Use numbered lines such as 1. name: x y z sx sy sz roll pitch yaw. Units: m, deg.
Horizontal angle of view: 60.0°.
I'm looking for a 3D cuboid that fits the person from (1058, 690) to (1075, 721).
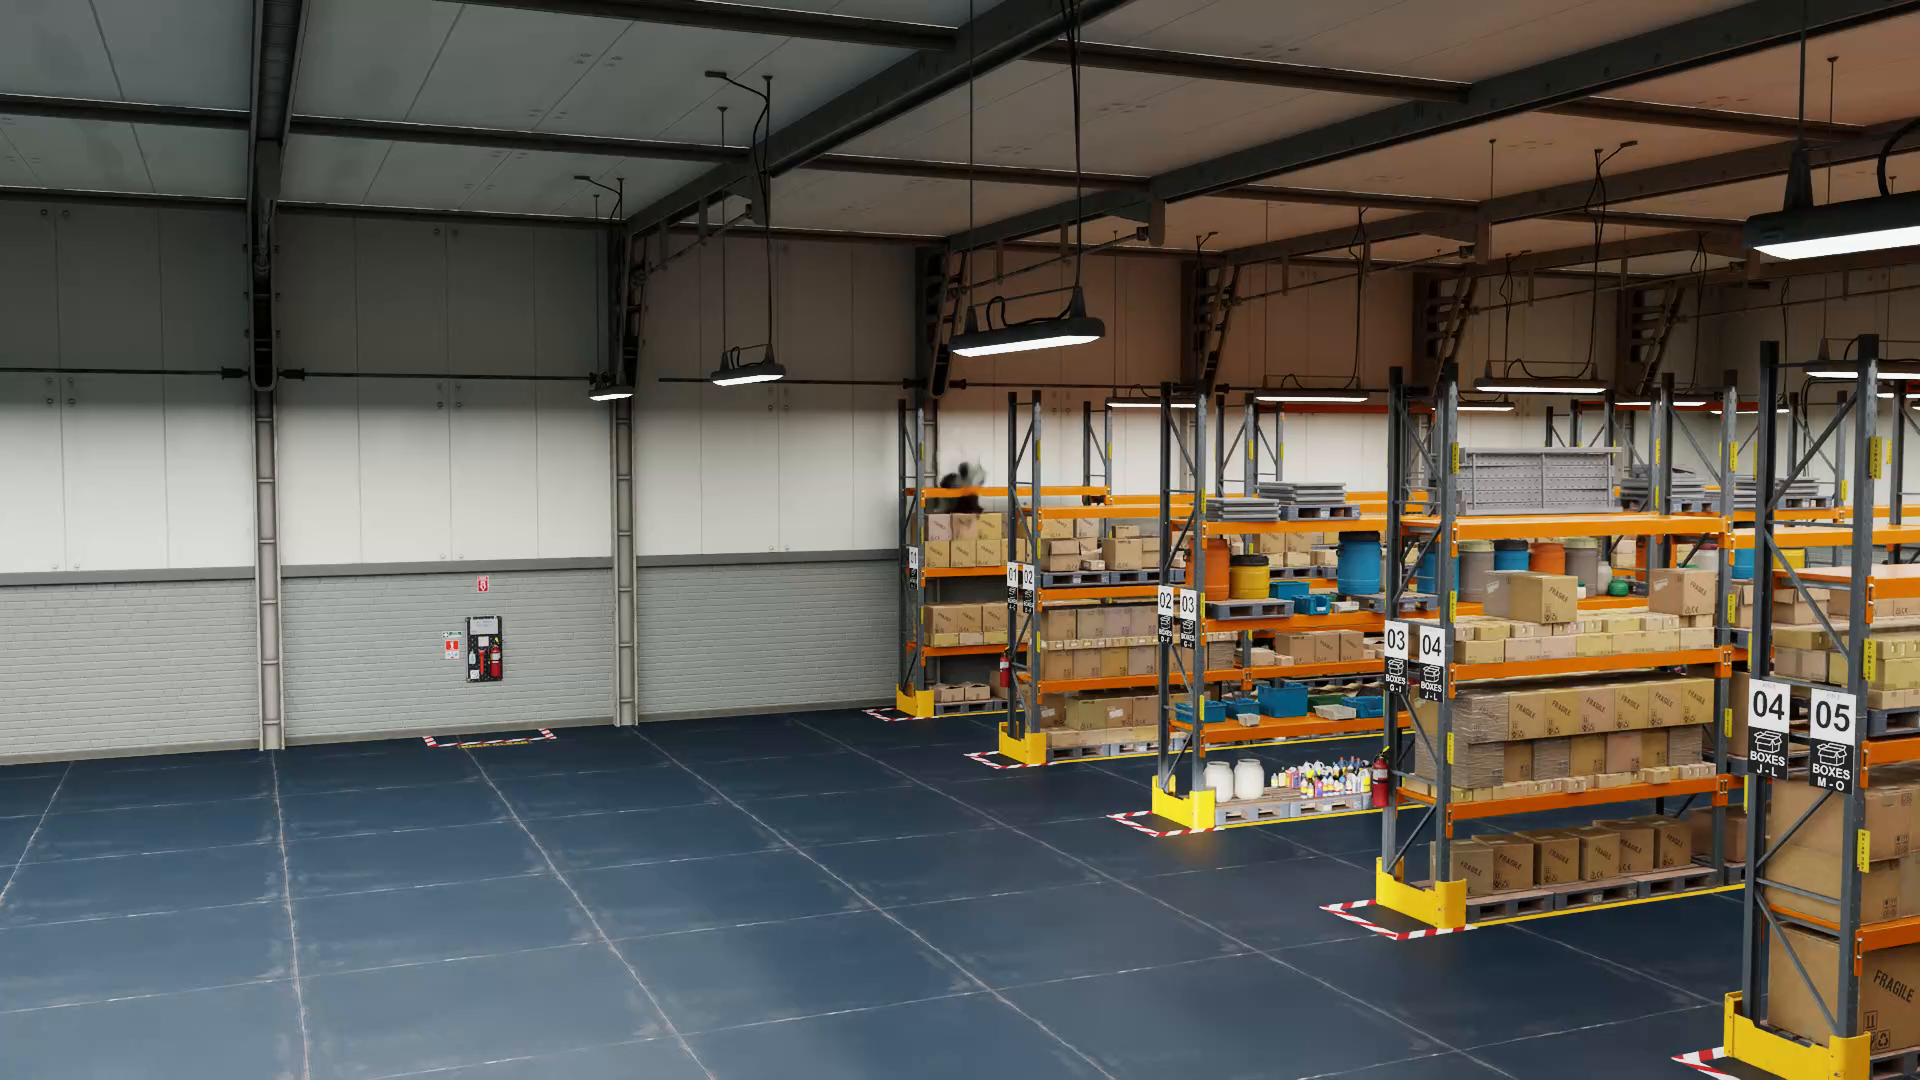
1. person: 1.921 2.586 29.527 0.887 1.673 0.581 -3 4 -39
